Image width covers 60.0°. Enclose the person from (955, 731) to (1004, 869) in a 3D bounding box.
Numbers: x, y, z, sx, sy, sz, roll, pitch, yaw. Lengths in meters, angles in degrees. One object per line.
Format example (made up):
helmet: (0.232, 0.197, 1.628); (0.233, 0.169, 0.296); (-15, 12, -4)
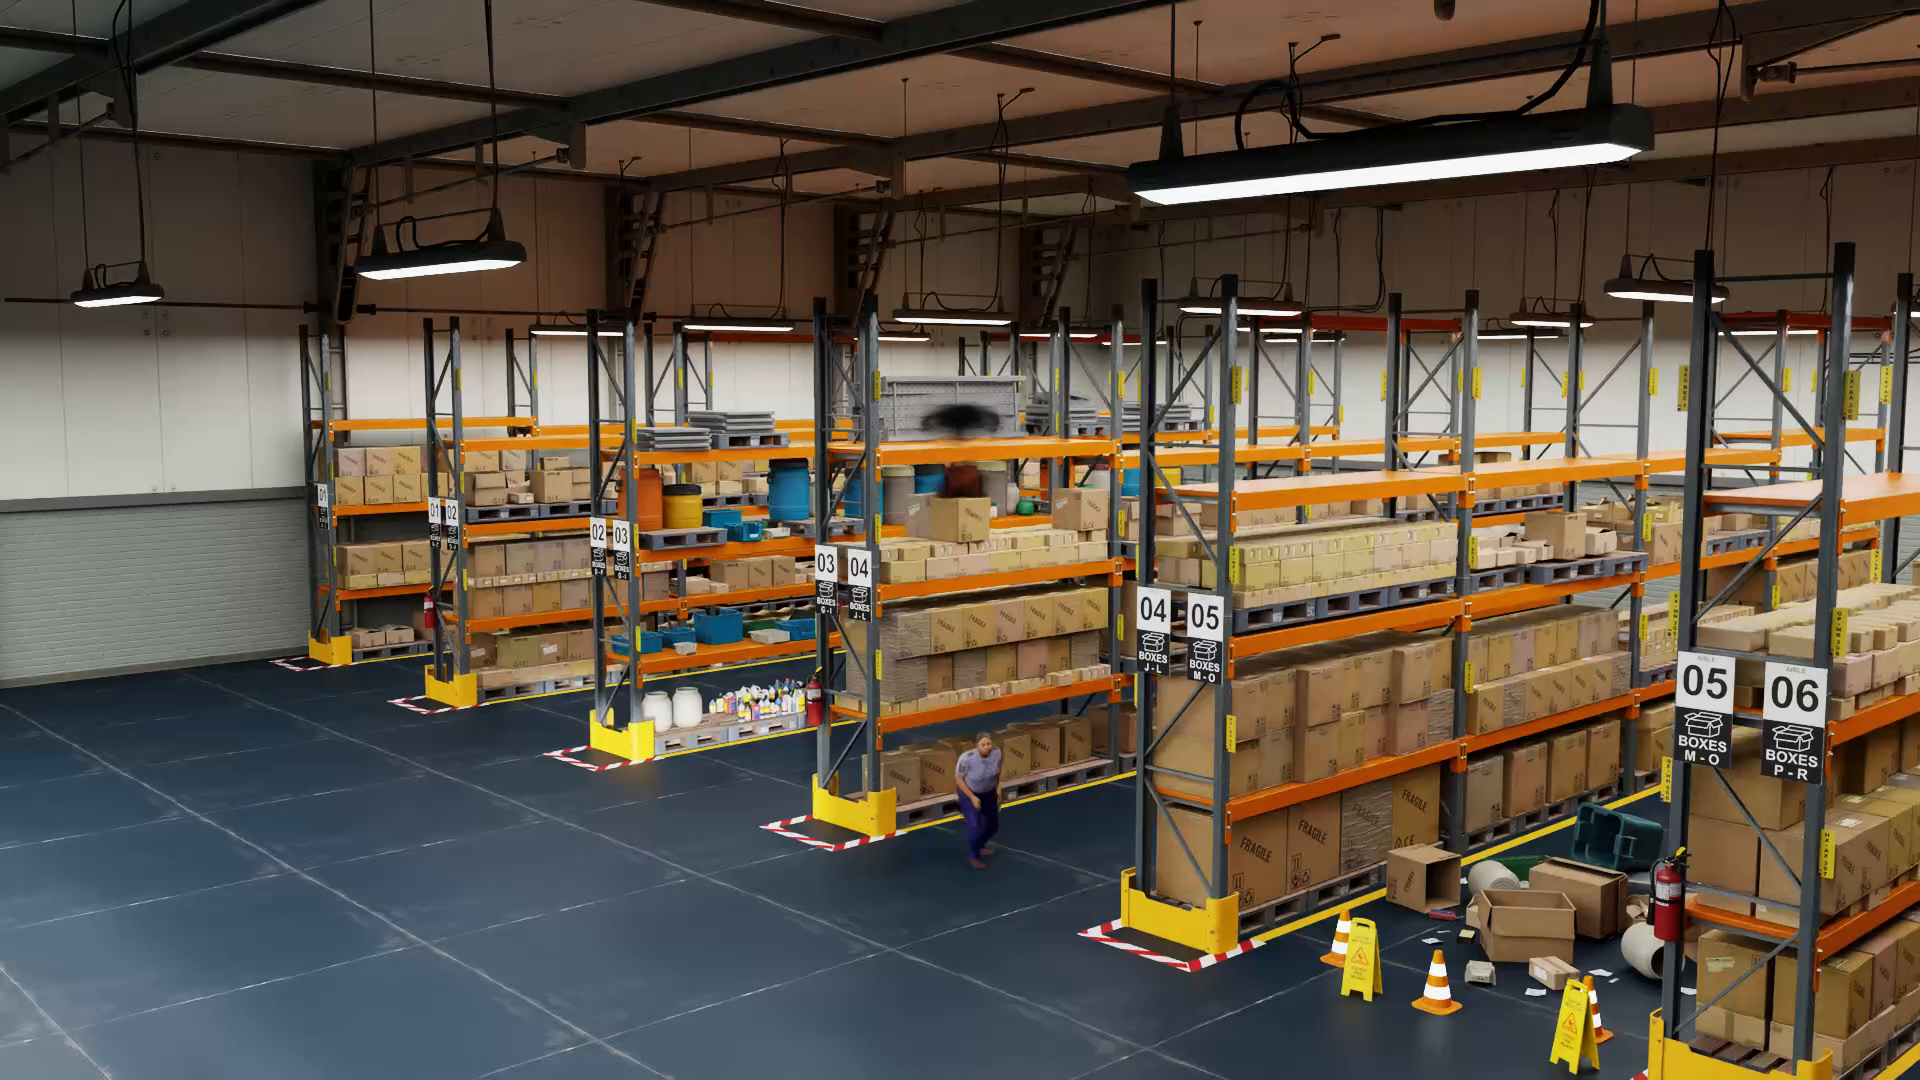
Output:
person: (0.189, 2.673, 17.355); (0.635, 1.510, 0.805); (-3, 7, -28)
